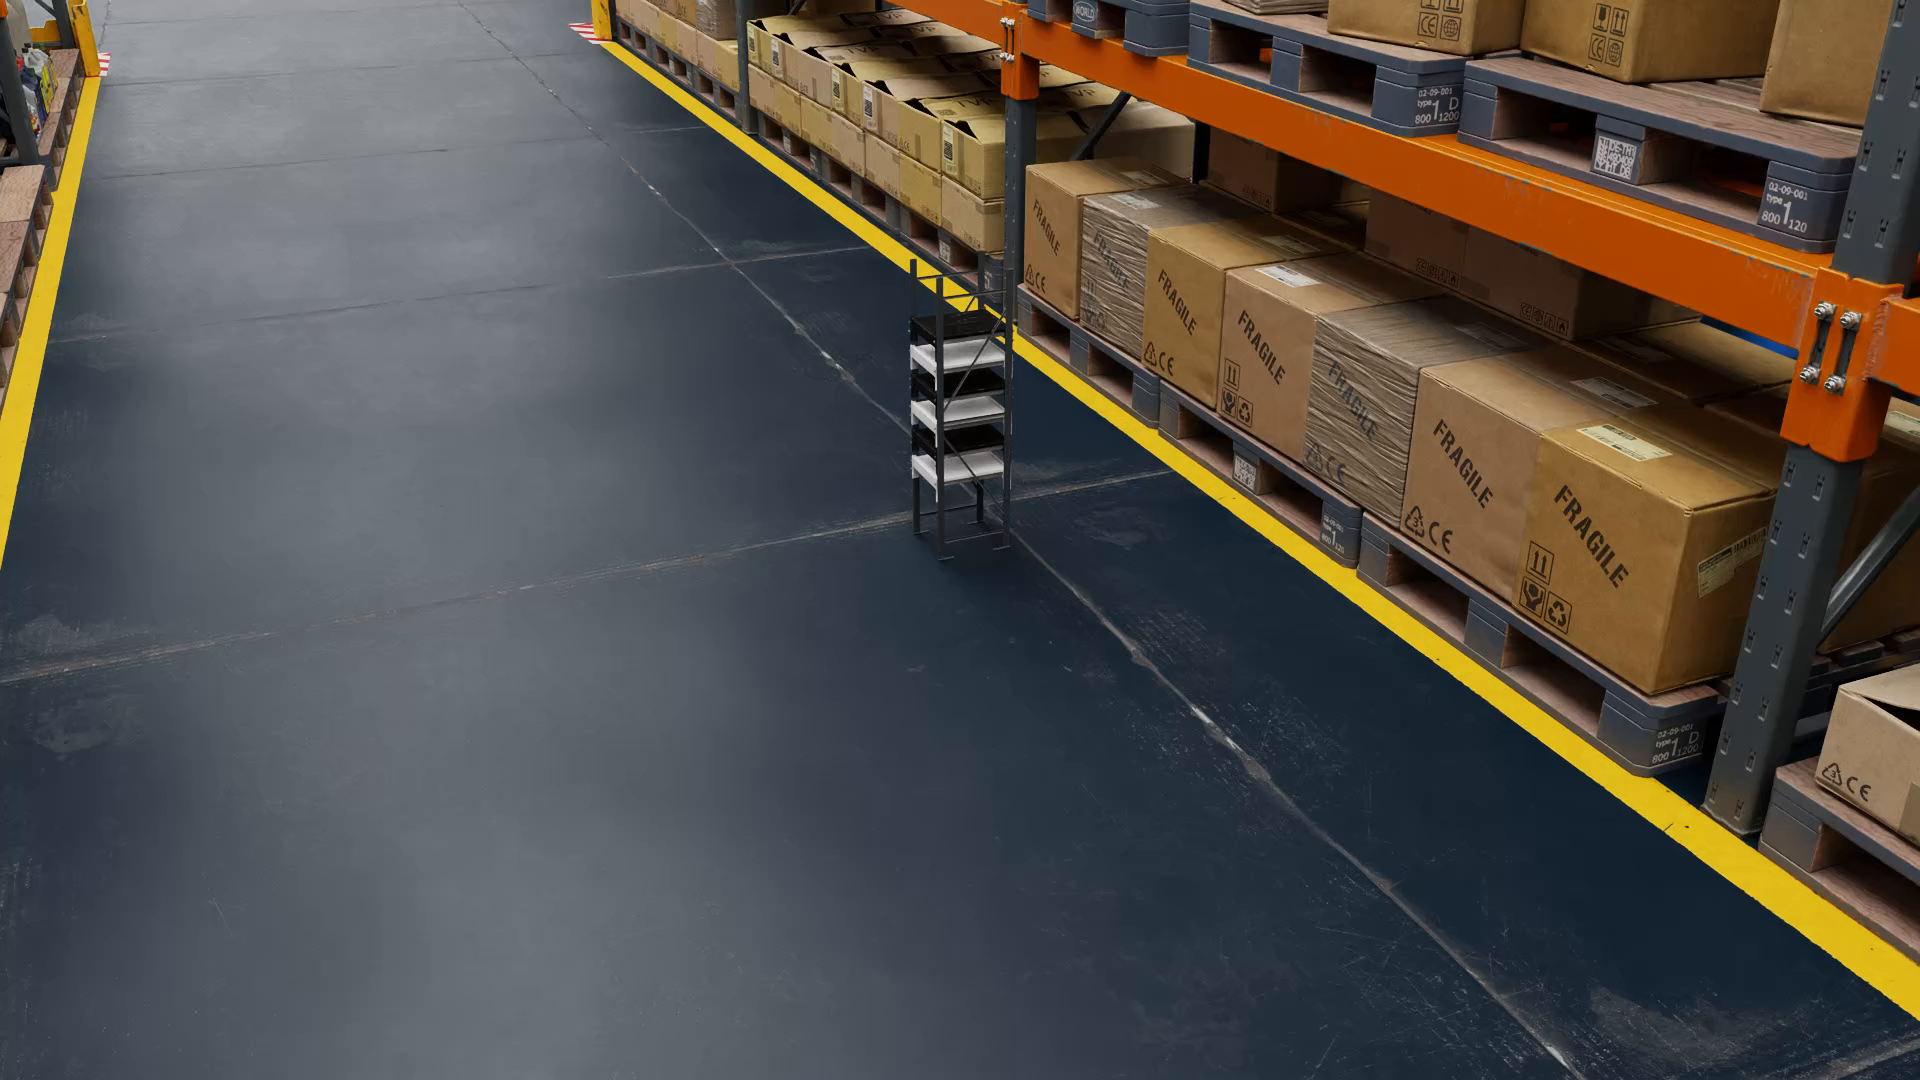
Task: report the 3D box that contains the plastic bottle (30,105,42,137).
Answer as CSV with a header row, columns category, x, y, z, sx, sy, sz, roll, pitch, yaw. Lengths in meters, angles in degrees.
category,x,y,z,sx,sy,sz,roll,pitch,yaw
plastic bottle,-5.257,-2.374,9.381,0.097,0.201,0.097,0,26,0

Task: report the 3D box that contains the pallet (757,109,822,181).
category,x,y,z,sx,sy,sz,roll,pitch,yaw
pallet,-0.573,-2.453,10.034,1.003,0.211,1.213,-11,28,-21

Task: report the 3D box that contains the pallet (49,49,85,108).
category,x,y,z,sx,sy,sz,roll,pitch,yaw
pallet,-6.636,-3.158,11.477,1.003,0.211,1.213,-11,28,-21

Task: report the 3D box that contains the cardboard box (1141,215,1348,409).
category,x,y,z,sx,sy,sz,roll,pitch,yaw
cardboard box,0.987,-0.810,5.838,0.500,0.500,0.500,-11,28,-21

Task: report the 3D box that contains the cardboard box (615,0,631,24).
category,x,y,z,sx,sy,sz,roll,pitch,yaw
cardboard box,-2.458,-4.310,13.314,0.500,0.250,0.500,-11,28,-21

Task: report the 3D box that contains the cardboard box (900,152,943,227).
category,x,y,z,sx,sy,sz,roll,pitch,yaw
cardboard box,0.034,-1.713,7.996,0.500,0.250,0.500,-11,28,-21

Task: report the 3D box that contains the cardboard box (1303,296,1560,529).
category,x,y,z,sx,sy,sz,roll,pitch,yaw
cardboard box,1.397,-0.395,4.988,0.500,0.500,0.500,-10,28,-20

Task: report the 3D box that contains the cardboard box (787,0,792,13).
category,x,y,z,sx,sy,sz,roll,pitch,yaw
cardboard box,-0.994,-3.729,11.269,0.500,0.500,0.500,-11,28,-21

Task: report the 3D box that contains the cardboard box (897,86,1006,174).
category,x,y,z,sx,sy,sz,roll,pitch,yaw
cardboard box,0.028,-1.965,7.872,0.500,0.311,0.500,-11,28,-21

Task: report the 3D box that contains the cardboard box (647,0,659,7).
category,x,y,z,sx,sy,sz,roll,pitch,yaw
cardboard box,-2.053,-4.246,12.328,0.500,0.500,0.500,-11,28,-21

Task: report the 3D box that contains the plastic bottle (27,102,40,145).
category,x,y,z,sx,sy,sz,roll,pitch,yaw
plastic bottle,-5.178,-2.323,9.197,0.097,0.271,0.097,0,26,0

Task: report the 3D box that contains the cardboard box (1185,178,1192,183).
category,x,y,z,sx,sy,sz,roll,pitch,yaw
cardboard box,0.735,-1.597,7.758,0.500,0.250,0.500,-11,28,-21

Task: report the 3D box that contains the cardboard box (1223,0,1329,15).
category,x,y,z,sx,sy,sz,roll,pitch,yaw
cardboard box,1.202,-1.979,5.292,0.700,0.500,0.500,-5,27,-11

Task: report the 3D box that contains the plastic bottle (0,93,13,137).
category,x,y,z,sx,sy,sz,roll,pitch,yaw
plastic bottle,-5.427,-2.436,9.415,0.061,0.283,0.133,-11,28,-21

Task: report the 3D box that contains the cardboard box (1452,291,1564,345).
category,x,y,z,sx,sy,sz,roll,pitch,yaw
cardboard box,1.863,-0.495,5.194,0.500,0.500,0.500,-10,28,-20

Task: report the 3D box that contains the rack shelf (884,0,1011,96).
category,x,y,z,sx,sy,sz,roll,pitch,yaw
rack shelf,-0.114,-2.866,8.522,1.077,0.370,4.000,-11,28,-21

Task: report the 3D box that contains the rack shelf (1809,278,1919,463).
category,x,y,z,sx,sy,sz,roll,pitch,yaw
rack shelf,3.019,0.363,1.907,1.077,0.370,4.000,-11,28,-21

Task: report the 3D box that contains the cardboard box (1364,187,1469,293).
category,x,y,z,sx,sy,sz,roll,pitch,yaw
cardboard box,1.682,-1.022,5.417,0.500,0.250,0.500,-11,28,-22

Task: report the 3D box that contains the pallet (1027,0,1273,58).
category,x,y,z,sx,sy,sz,roll,pitch,yaw
pallet,1.000,-2.034,6.217,1.213,0.211,1.003,-11,28,-21

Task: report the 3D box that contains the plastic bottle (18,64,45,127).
category,x,y,z,sx,sy,sz,roll,pitch,yaw
plastic bottle,-5.390,-2.552,9.576,0.144,0.351,0.185,-10,28,-19

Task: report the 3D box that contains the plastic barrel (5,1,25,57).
category,x,y,z,sx,sy,sz,roll,pitch,yaw
plastic barrel,-6.498,-3.378,11.107,0.421,0.512,0.421,0,26,0

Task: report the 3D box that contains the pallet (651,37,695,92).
category,x,y,z,sx,sy,sz,roll,pitch,yaw
pallet,-1.652,-3.566,12.312,1.003,0.211,1.213,-11,28,-21

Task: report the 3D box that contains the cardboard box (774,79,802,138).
category,x,y,z,sx,sy,sz,roll,pitch,yaw
cardboard box,-0.768,-2.538,9.685,0.500,0.250,0.500,-10,28,-19

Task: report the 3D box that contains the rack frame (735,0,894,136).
category,x,y,z,sx,sy,sz,roll,pitch,yaw
rack frame,-0.897,-3.997,10.018,1.000,3.000,0.127,-11,28,-21

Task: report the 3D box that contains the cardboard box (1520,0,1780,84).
category,x,y,z,sx,sy,sz,roll,pitch,yaw
cardboard box,1.929,-1.497,4.306,0.700,0.500,0.500,-6,27,-12

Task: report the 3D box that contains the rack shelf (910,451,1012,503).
category,x,y,z,sx,sy,sz,roll,pitch,yaw
rack shelf,0.003,-0.209,5.139,0.258,0.077,0.200,-11,28,-21

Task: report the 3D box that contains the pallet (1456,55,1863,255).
category,x,y,z,sx,sy,sz,roll,pitch,yaw
pallet,2.023,-1.023,4.144,1.003,0.211,1.213,-11,28,-21

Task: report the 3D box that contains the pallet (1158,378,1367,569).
category,x,y,z,sx,sy,sz,roll,pitch,yaw
pallet,1.401,-0.329,5.684,1.003,0.211,1.213,-11,28,-21

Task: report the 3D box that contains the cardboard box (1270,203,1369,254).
category,x,y,z,sx,sy,sz,roll,pitch,yaw
cardboard box,1.454,-0.910,6.043,0.500,0.500,0.500,-12,28,-22

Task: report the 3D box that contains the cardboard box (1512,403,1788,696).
category,x,y,z,sx,sy,sz,roll,pitch,yaw
cardboard box,1.779,0.008,4.162,0.500,0.500,0.500,-11,28,-21

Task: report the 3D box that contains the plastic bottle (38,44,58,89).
category,x,y,z,sx,sy,sz,roll,pitch,yaw
plastic bottle,-5.837,-3.029,10.630,0.061,0.283,0.133,-10,28,-19

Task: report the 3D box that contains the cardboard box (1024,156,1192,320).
category,x,y,z,sx,sy,sz,roll,pitch,yaw
cardboard box,0.585,-1.224,6.685,0.500,0.500,0.500,-9,28,-18

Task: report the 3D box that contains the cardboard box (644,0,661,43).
category,x,y,z,sx,sy,sz,roll,pitch,yaw
cardboard box,-2.064,-3.907,12.489,0.500,0.250,0.500,-11,28,-21

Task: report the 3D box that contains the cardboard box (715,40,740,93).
category,x,y,z,sx,sy,sz,roll,pitch,yaw
cardboard box,-1.280,-3.100,10.835,0.500,0.250,0.500,-11,28,-21

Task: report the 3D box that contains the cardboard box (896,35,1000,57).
category,x,y,z,sx,sy,sz,roll,pitch,yaw
cardboard box,-0.072,-2.677,9.330,0.500,0.311,0.500,-11,28,-21

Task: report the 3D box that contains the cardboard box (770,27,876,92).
category,x,y,z,sx,sy,sz,roll,pitch,yaw
cardboard box,-0.773,-2.790,9.561,0.500,0.311,0.500,-11,28,-21

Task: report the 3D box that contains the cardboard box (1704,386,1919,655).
category,x,y,z,sx,sy,sz,roll,pitch,yaw
cardboard box,2.271,-0.079,4.341,0.500,0.500,0.500,-12,28,-23

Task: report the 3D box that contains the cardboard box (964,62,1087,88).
category,x,y,z,sx,sy,sz,roll,pitch,yaw
cardboard box,0.324,-2.266,8.489,0.500,0.311,0.500,-11,28,-22

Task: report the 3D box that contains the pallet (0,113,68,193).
category,x,y,z,sx,sy,sz,roll,pitch,yaw
pallet,-5.681,-2.173,9.459,1.003,0.211,1.213,-11,28,-21

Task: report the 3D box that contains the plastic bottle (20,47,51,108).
category,x,y,z,sx,sy,sz,roll,pitch,yaw
plastic bottle,-5.631,-2.800,10.083,0.144,0.351,0.185,-11,28,-21

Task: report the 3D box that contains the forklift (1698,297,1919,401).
category,x,y,z,sx,sy,sz,roll,pitch,yaw
forklift,2.630,-2.328,6.677,1.130,2.935,3.031,-10,28,-19

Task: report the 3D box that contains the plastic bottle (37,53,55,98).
category,x,y,z,sx,sy,sz,roll,pitch,yaw
plastic bottle,-5.772,-2.907,10.389,0.152,0.276,0.135,-11,28,-22

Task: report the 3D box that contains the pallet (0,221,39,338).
category,x,y,z,sx,sy,sz,roll,pitch,yaw
pallet,-4.631,-1.091,7.243,1.003,0.211,1.213,-11,28,-21

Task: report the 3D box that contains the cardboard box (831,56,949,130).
category,x,y,z,sx,sy,sz,roll,pitch,yaw
cardboard box,-0.361,-2.372,8.706,0.500,0.311,0.500,-10,28,-19

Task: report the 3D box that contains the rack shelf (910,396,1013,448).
category,x,y,z,sx,sy,sz,roll,pitch,yaw
rack shelf,0.003,-0.371,5.060,0.258,0.077,0.200,-11,28,-21

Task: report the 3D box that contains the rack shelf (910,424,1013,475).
category,x,y,z,sx,sy,sz,roll,pitch,yaw
rack shelf,0.003,-0.290,5.100,0.258,0.077,0.200,-11,28,-21

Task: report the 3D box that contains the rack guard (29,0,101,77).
category,x,y,z,sx,sy,sz,roll,pitch,yaw
rack guard,-6.950,-3.616,12.087,1.175,0.500,0.348,-11,28,-21

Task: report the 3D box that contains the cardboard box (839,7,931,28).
category,x,y,z,sx,sy,sz,roll,pitch,yaw
cardboard box,-0.475,-3.088,10.172,0.500,0.311,0.500,-11,28,-21

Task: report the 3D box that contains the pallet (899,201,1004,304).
category,x,y,z,sx,sy,sz,roll,pitch,yaw
pallet,0.383,-1.468,8.017,1.003,0.211,1.213,-11,28,-21

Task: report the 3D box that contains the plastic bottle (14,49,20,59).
category,x,y,z,sx,sy,sz,roll,pitch,yaw
plastic bottle,-5.924,-2.948,10.464,0.061,0.283,0.133,-11,28,-21

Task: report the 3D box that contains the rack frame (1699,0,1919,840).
category,x,y,z,sx,sy,sz,roll,pitch,yaw
rack frame,2.236,-0.767,3.403,1.000,3.000,0.127,-11,28,-21

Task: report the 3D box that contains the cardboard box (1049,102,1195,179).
category,x,y,z,sx,sy,sz,roll,pitch,yaw
cardboard box,0.735,-1.849,7.635,0.500,0.311,0.500,-10,28,-19

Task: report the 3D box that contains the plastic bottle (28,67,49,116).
category,x,y,z,sx,sy,sz,roll,pitch,yaw
plastic bottle,-5.491,-2.672,9.898,0.061,0.283,0.133,-9,28,-18

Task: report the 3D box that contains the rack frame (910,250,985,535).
category,x,y,z,sx,sy,sz,roll,pitch,yaw
rack frame,-0.037,-0.442,5.130,0.240,0.900,0.006,-11,28,-21

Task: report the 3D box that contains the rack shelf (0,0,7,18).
category,x,y,z,sx,sy,sz,roll,pitch,yaw
rack shelf,-4.673,-2.017,6.782,1.077,0.370,4.000,-11,28,-21

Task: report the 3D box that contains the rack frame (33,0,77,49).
category,x,y,z,sx,sy,sz,roll,pitch,yaw
rack frame,-7.023,-4.762,11.585,1.000,3.000,0.127,-11,28,-21

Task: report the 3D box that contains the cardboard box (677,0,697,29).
category,x,y,z,sx,sy,sz,roll,pitch,yaw
cardboard box,-1.664,-3.842,11.500,0.500,0.500,0.500,-11,28,-21

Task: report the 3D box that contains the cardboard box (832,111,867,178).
category,x,y,z,sx,sy,sz,roll,pitch,yaw
cardboard box,-0.364,-2.124,8.837,0.500,0.250,0.500,-10,28,-20

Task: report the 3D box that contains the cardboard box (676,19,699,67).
category,x,y,z,sx,sy,sz,roll,pitch,yaw
cardboard box,-1.676,-3.503,11.660,0.500,0.250,0.500,-11,28,-21

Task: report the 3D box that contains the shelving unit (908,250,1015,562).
category,x,y,z,sx,sy,sz,roll,pitch,yaw
shelving unit,0.003,-0.401,5.046,0.258,0.900,0.210,-11,28,-21
